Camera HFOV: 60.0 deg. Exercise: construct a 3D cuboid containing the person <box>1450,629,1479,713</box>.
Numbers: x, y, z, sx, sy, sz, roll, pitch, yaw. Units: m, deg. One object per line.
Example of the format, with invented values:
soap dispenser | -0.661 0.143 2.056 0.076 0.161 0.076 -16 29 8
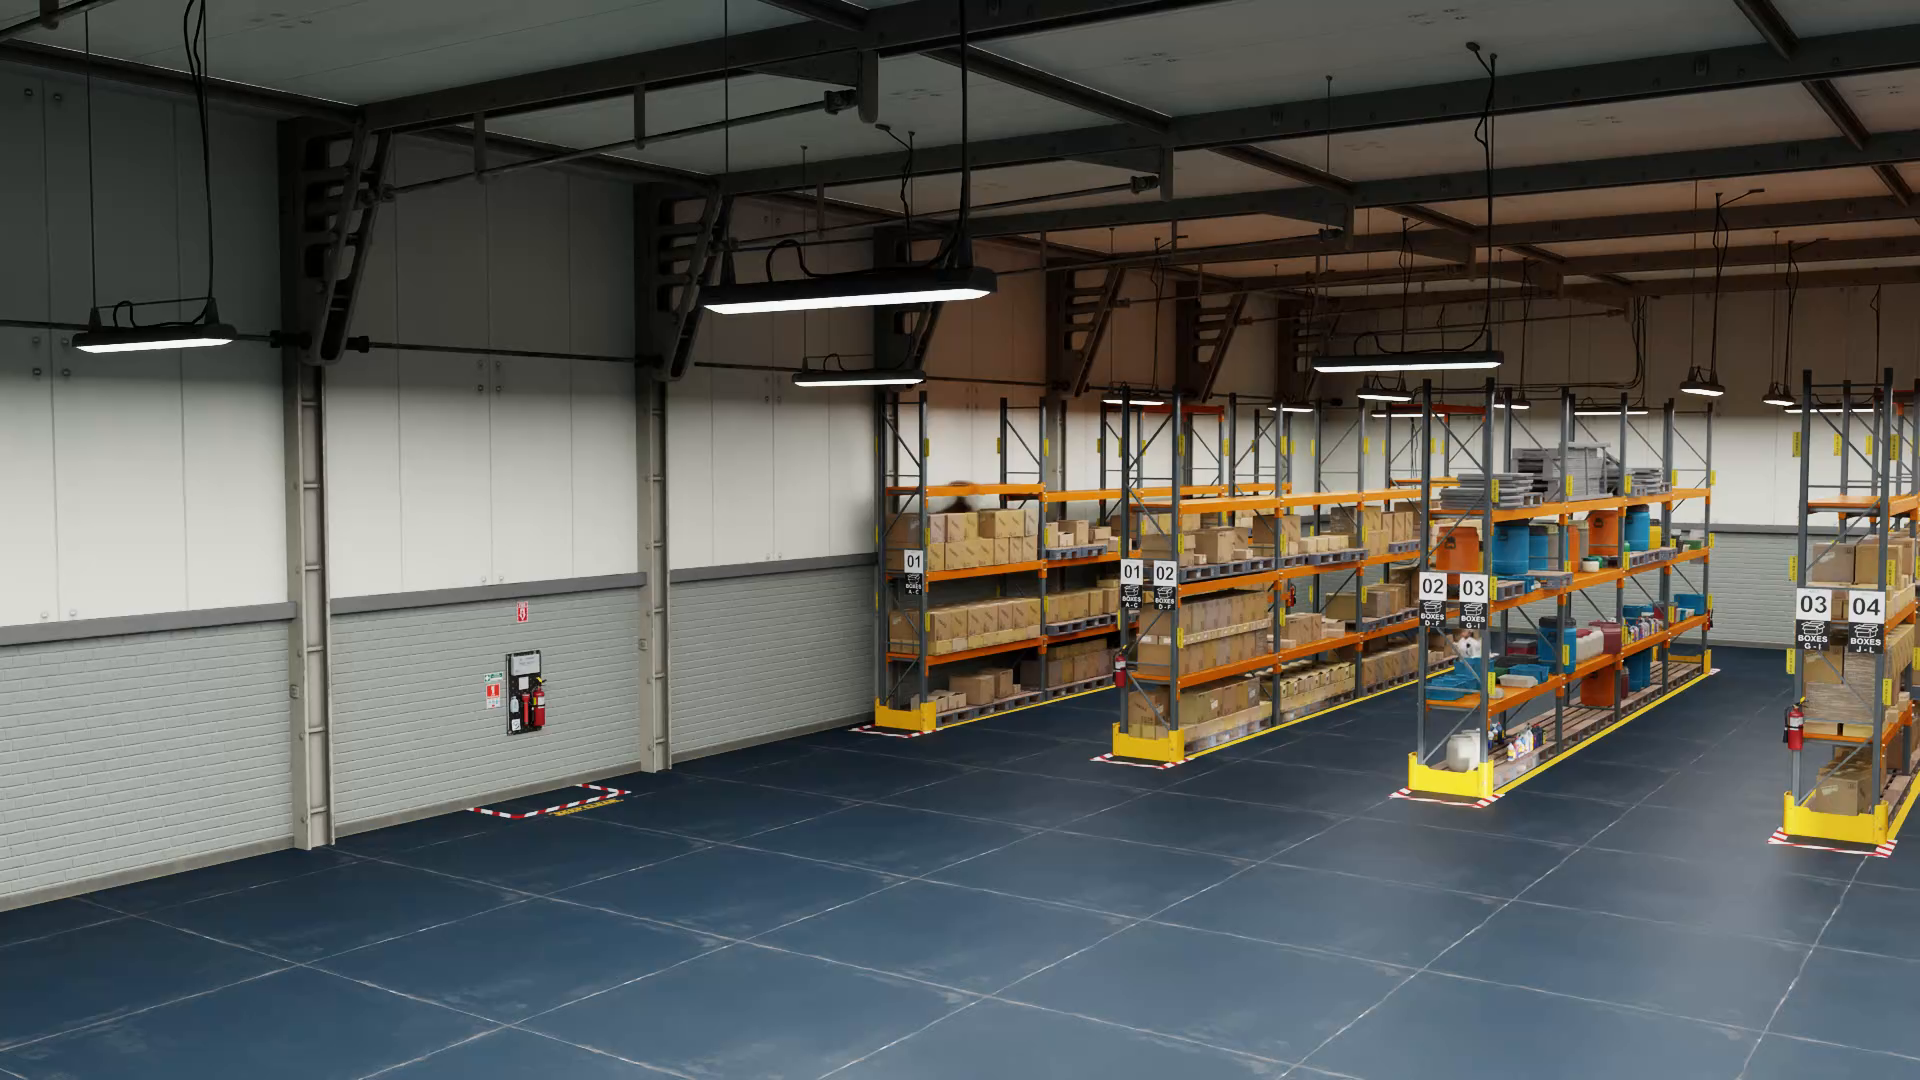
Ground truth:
person | 9.674 2.432 31.671 0.492 1.676 0.948 2 4 37
